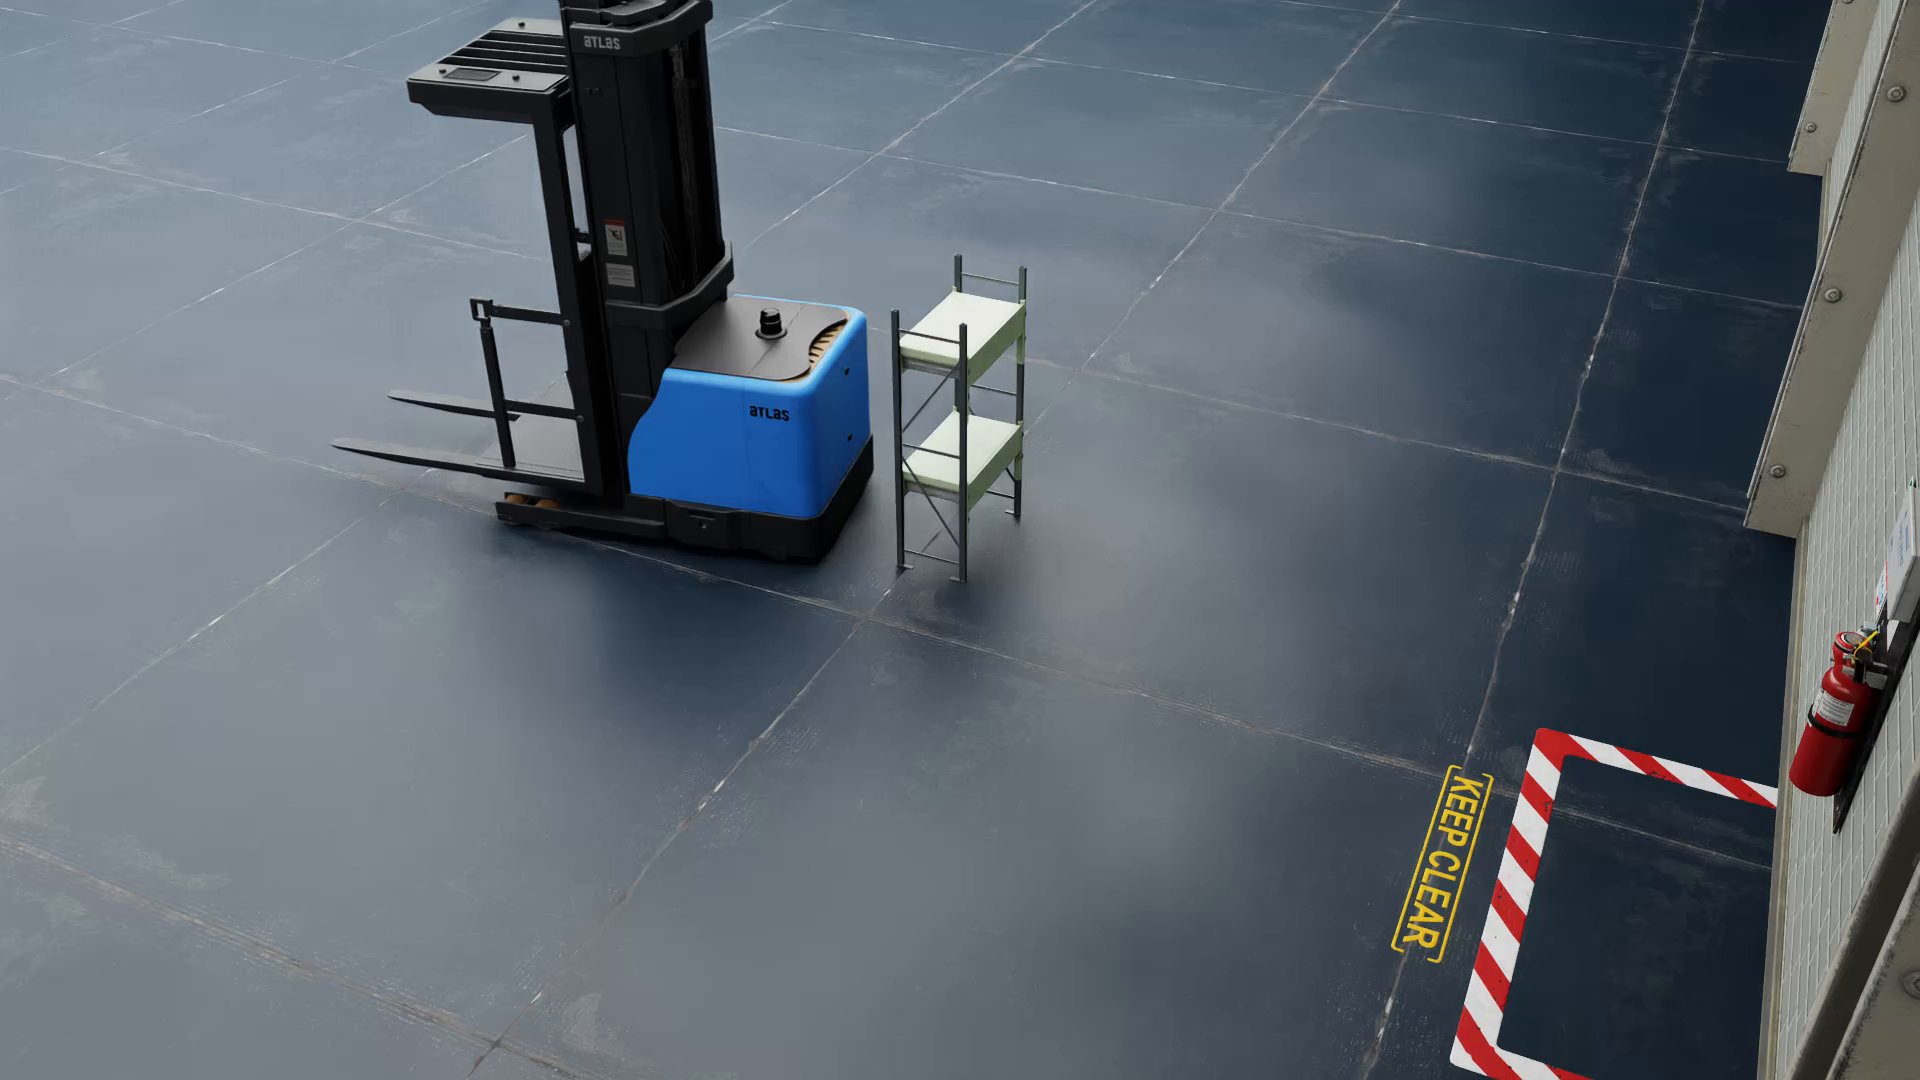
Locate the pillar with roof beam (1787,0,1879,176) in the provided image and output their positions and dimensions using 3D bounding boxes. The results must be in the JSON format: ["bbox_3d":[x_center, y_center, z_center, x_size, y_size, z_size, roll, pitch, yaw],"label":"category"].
[{"bbox_3d":[3.172,-7.875,12.921,9.100,9.000,0.400,14,36,20],"label":"pillar with roof beam"}]

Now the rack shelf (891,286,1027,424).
[{"bbox_3d":[0.003,-0.957,8.498,0.431,0.370,0.720,14,36,20],"label":"rack shelf"}]

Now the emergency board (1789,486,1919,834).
[{"bbox_3d":[3.130,0.376,5.809,0.194,1.169,0.643,14,36,20],"label":"emergency board"}]

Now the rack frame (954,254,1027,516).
[{"bbox_3d":[0.156,-0.813,8.990,0.400,1.500,0.023,14,36,20],"label":"rack frame"}]

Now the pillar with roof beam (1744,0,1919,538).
[{"bbox_3d":[0.661,-4.886,8.364,9.100,9.000,0.400,14,36,20],"label":"pillar with roof beam"}]

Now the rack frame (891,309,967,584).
[{"bbox_3d":[-0.150,-0.448,8.434,0.400,1.500,0.023,14,36,20],"label":"rack frame"}]

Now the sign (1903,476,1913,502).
[{"bbox_3d":[3.445,-0.112,6.037,0.001,0.109,0.331,14,36,20],"label":"sign"}]

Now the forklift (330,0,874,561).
[{"bbox_3d":[-2.072,-1.551,8.811,3.031,2.935,1.130,8,34,12],"label":"forklift"}]

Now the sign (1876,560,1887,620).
[{"bbox_3d":[3.455,0.110,6.183,0.001,0.329,0.234,14,36,20],"label":"sign"}]

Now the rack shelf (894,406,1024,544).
[{"bbox_3d":[0.003,-0.358,8.891,0.431,0.370,0.720,14,36,20],"label":"rack shelf"}]

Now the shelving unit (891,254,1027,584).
[{"bbox_3d":[0.003,-0.631,8.712,0.431,1.500,0.755,14,36,20],"label":"shelving unit"}]
